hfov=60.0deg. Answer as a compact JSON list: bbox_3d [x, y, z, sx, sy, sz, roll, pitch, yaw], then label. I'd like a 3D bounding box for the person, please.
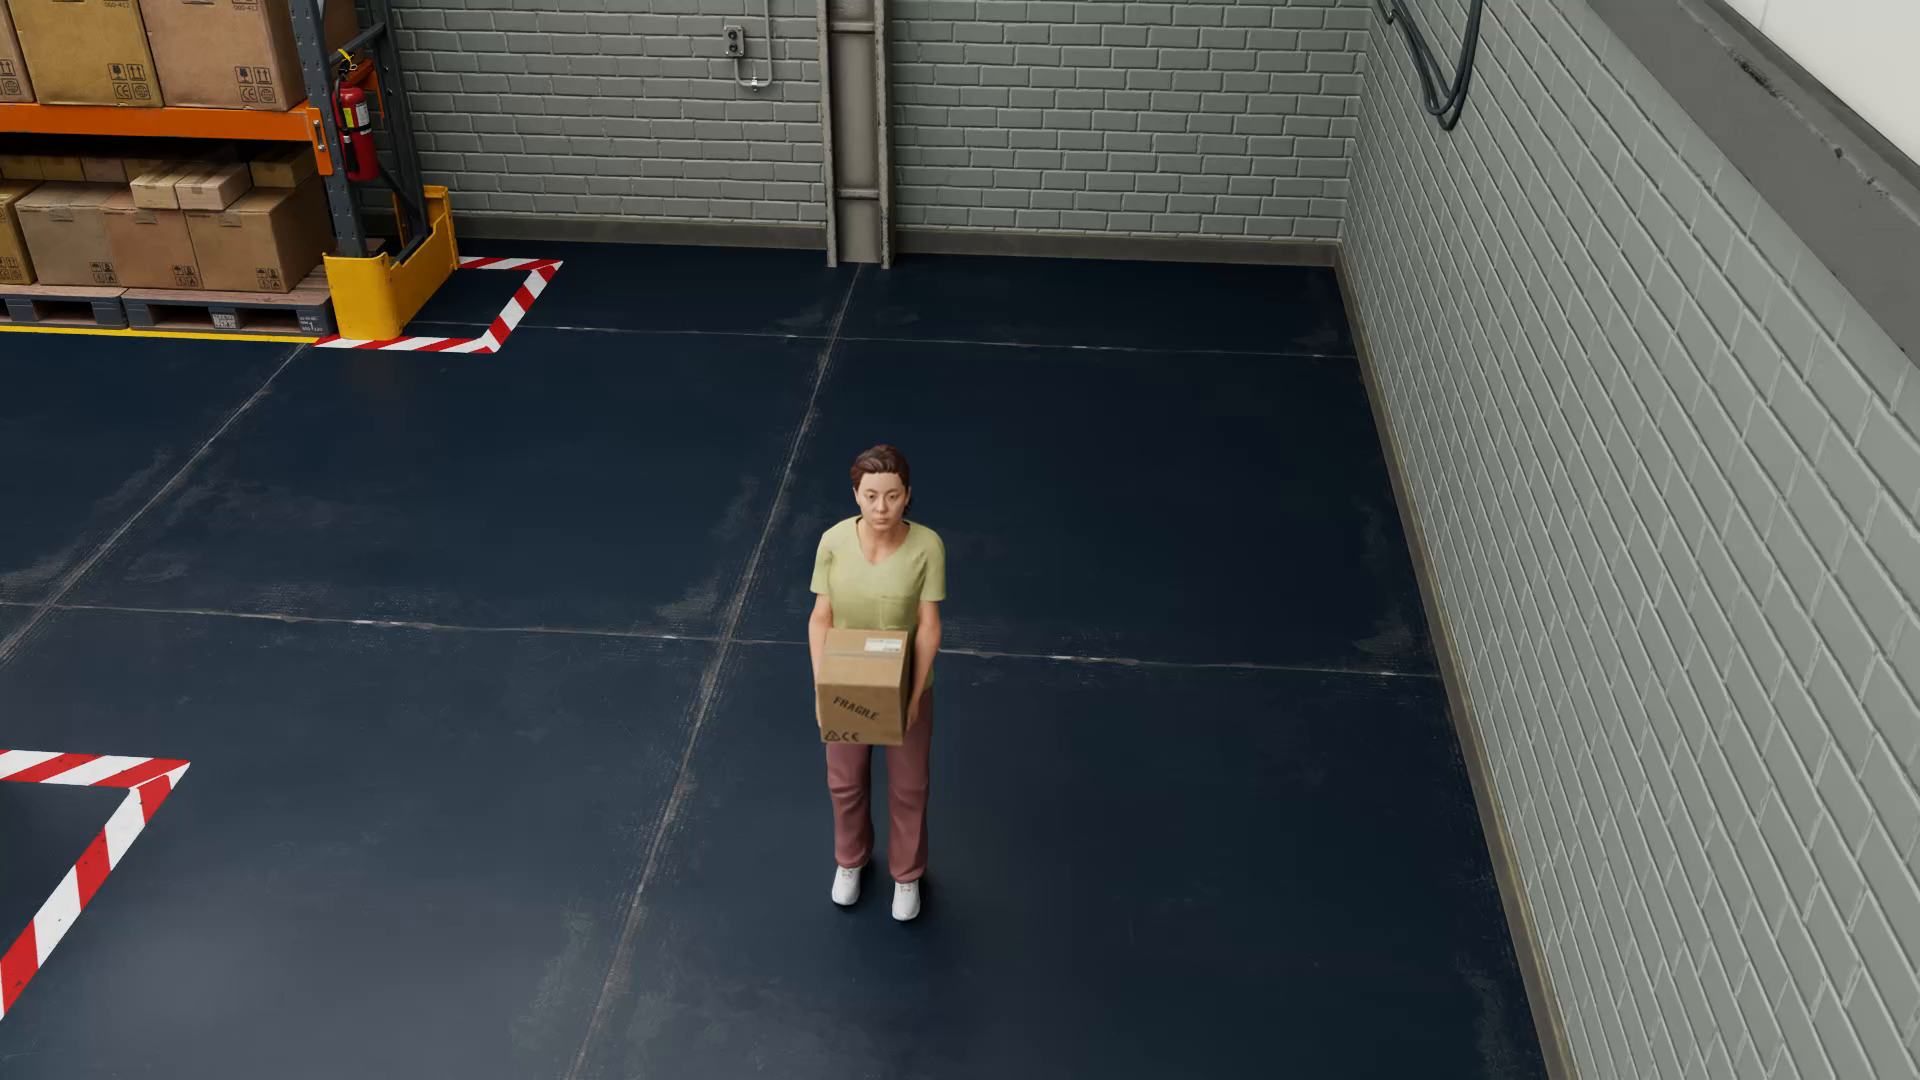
[{"bbox_3d":[-0.261,0.501,5.348,0.428,1.663,0.551,3,32,4],"label":"person"}]
